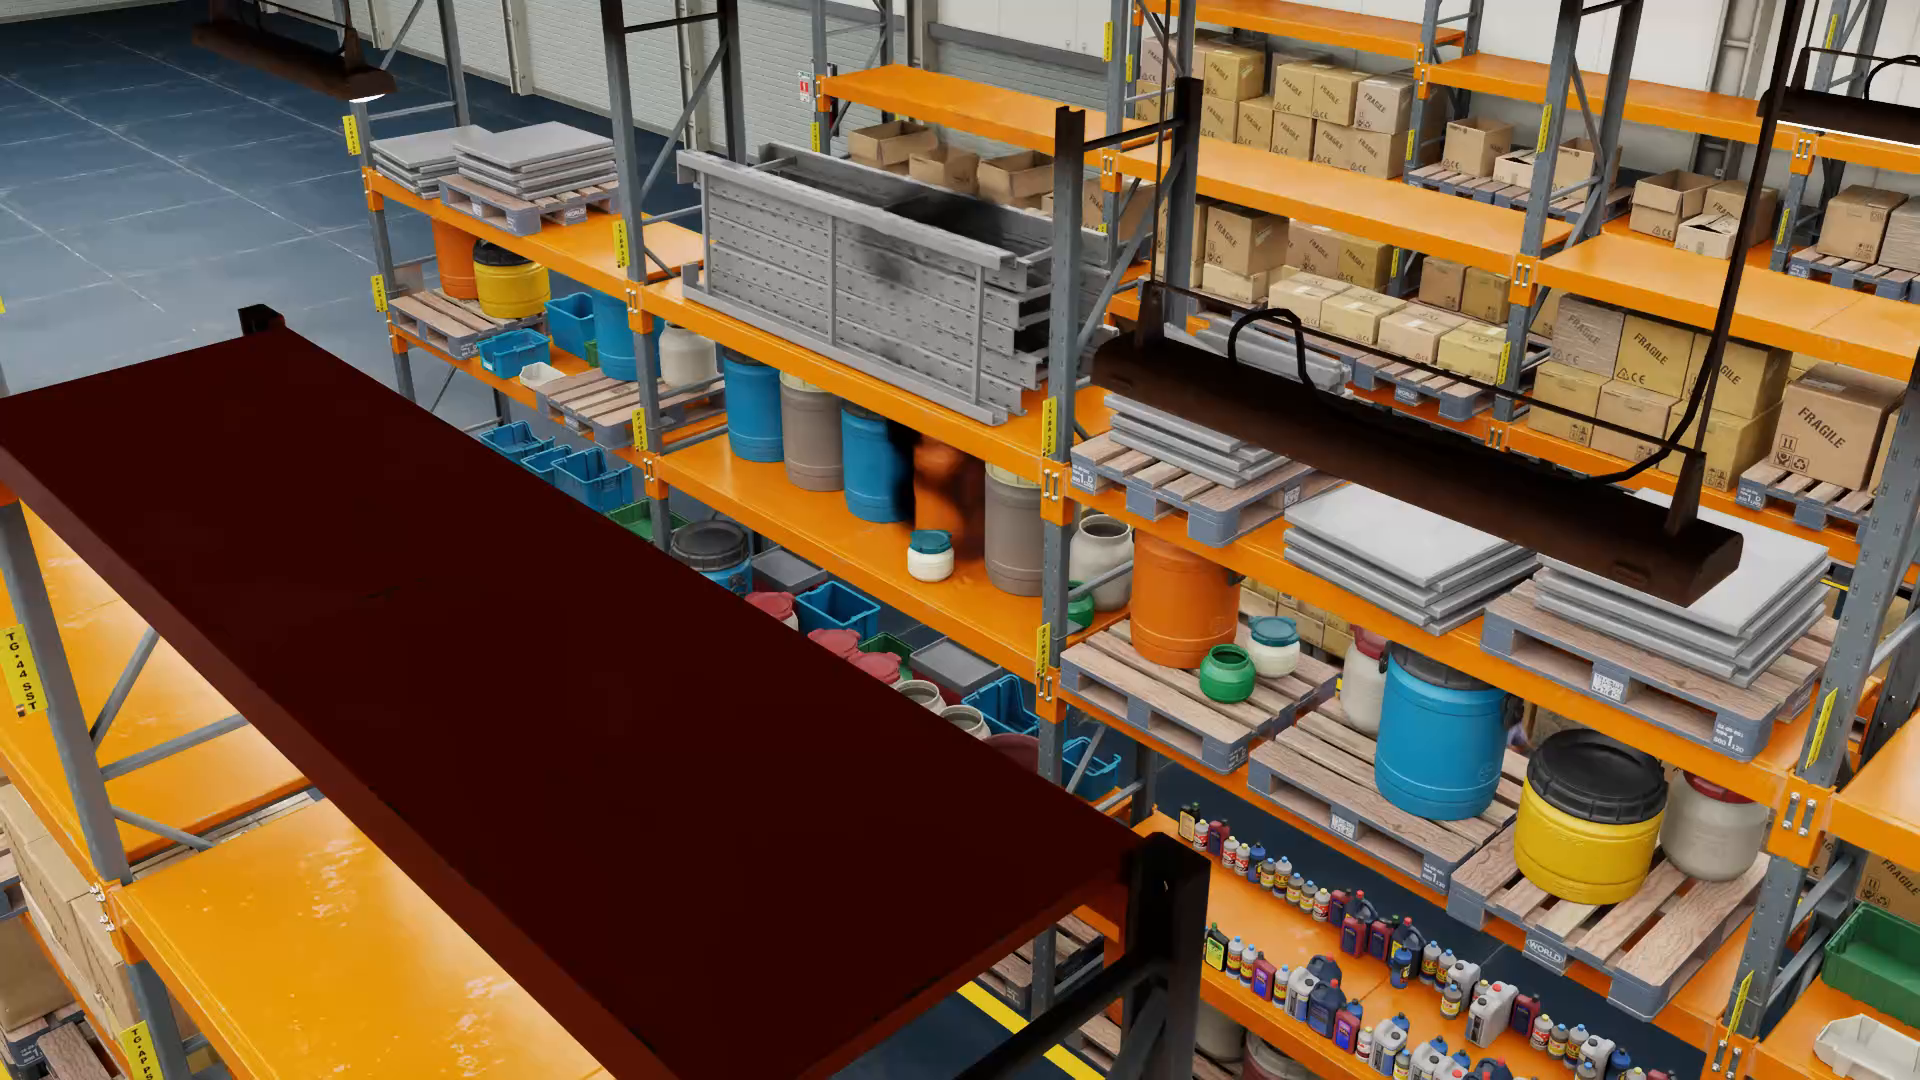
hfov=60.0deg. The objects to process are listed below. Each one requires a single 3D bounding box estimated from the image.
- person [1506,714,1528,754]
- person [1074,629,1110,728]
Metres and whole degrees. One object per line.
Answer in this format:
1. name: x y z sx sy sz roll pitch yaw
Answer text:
1. person: 3.544 1.706 11.397 0.507 1.596 0.607 16 32 28
2. person: 0.957 0.716 13.176 0.611 1.724 0.554 19 33 31
